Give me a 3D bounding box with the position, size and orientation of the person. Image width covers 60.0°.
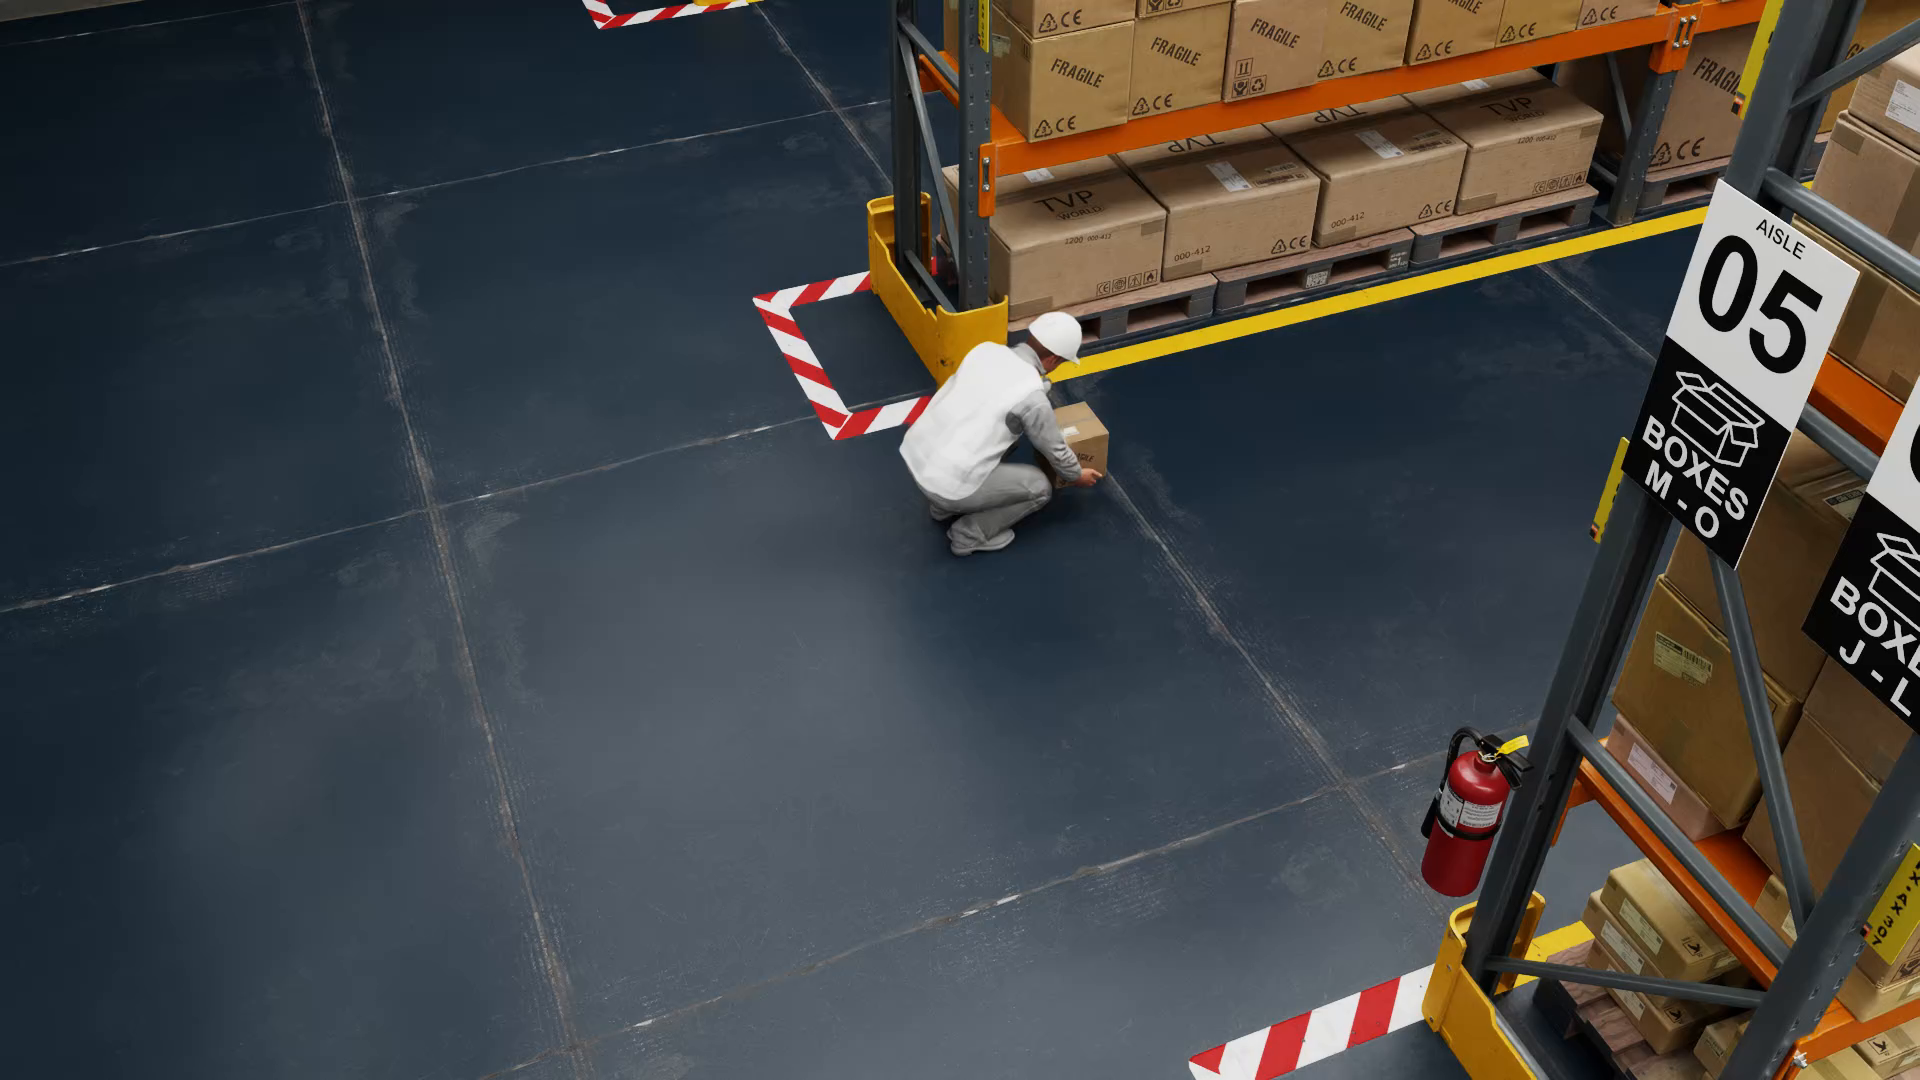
[{"bbox_3d":[0.173,-0.477,7.266,0.871,1.007,0.535,-15,44,-17],"label":"person"}]
